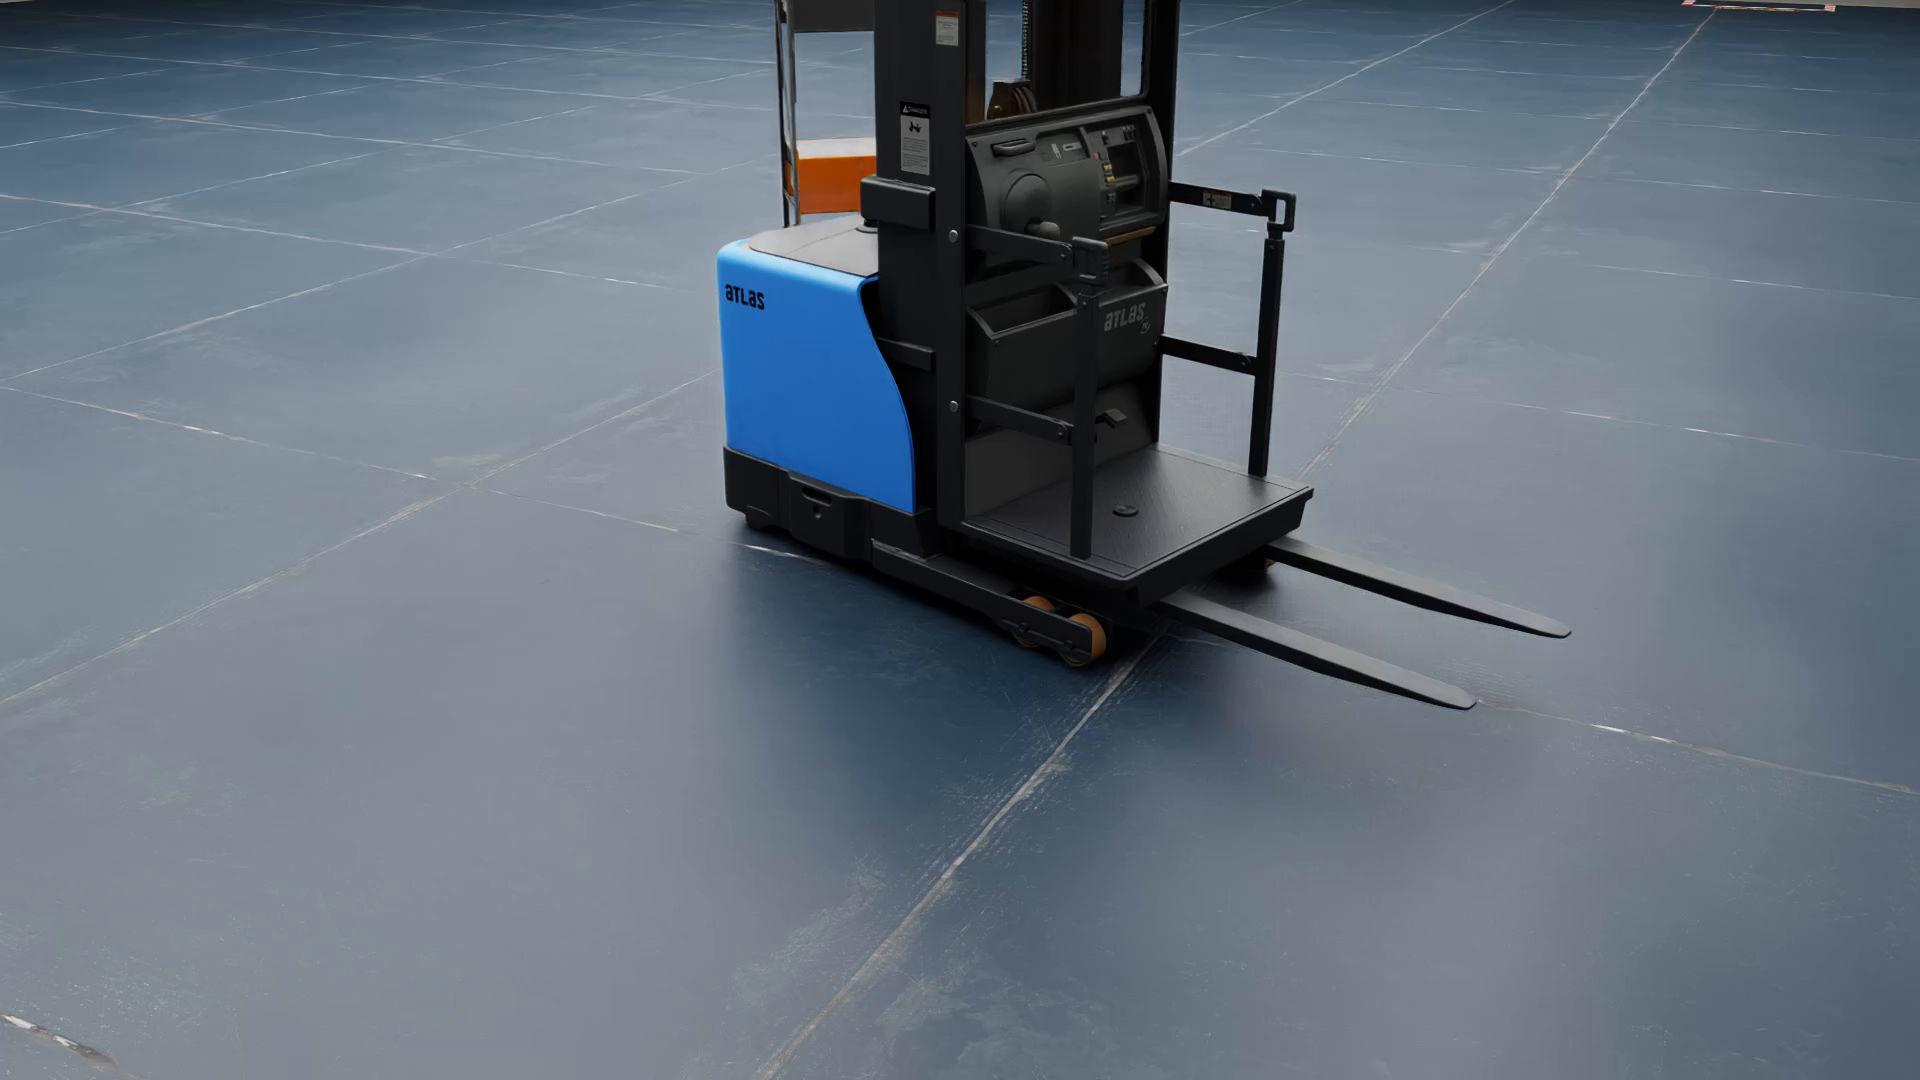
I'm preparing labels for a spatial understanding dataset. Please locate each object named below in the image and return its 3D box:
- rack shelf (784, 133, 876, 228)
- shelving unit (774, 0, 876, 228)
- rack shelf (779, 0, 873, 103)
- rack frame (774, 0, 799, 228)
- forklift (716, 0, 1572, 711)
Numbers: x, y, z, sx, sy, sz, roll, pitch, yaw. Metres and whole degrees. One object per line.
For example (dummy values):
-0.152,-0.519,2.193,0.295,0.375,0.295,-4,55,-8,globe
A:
-0.460,-1.403,6.897,0.480,0.518,0.431,-5,24,-12,rack shelf
-0.460,-1.415,6.892,0.503,2.100,0.431,-5,24,-12,shelving unit
-0.461,-2.046,6.622,0.480,0.518,0.431,-5,24,-12,rack shelf
-0.697,-1.393,6.840,0.015,2.100,0.400,-5,24,-12,rack frame
0.519,-1.177,5.271,3.031,2.935,1.130,20,30,39,forklift
